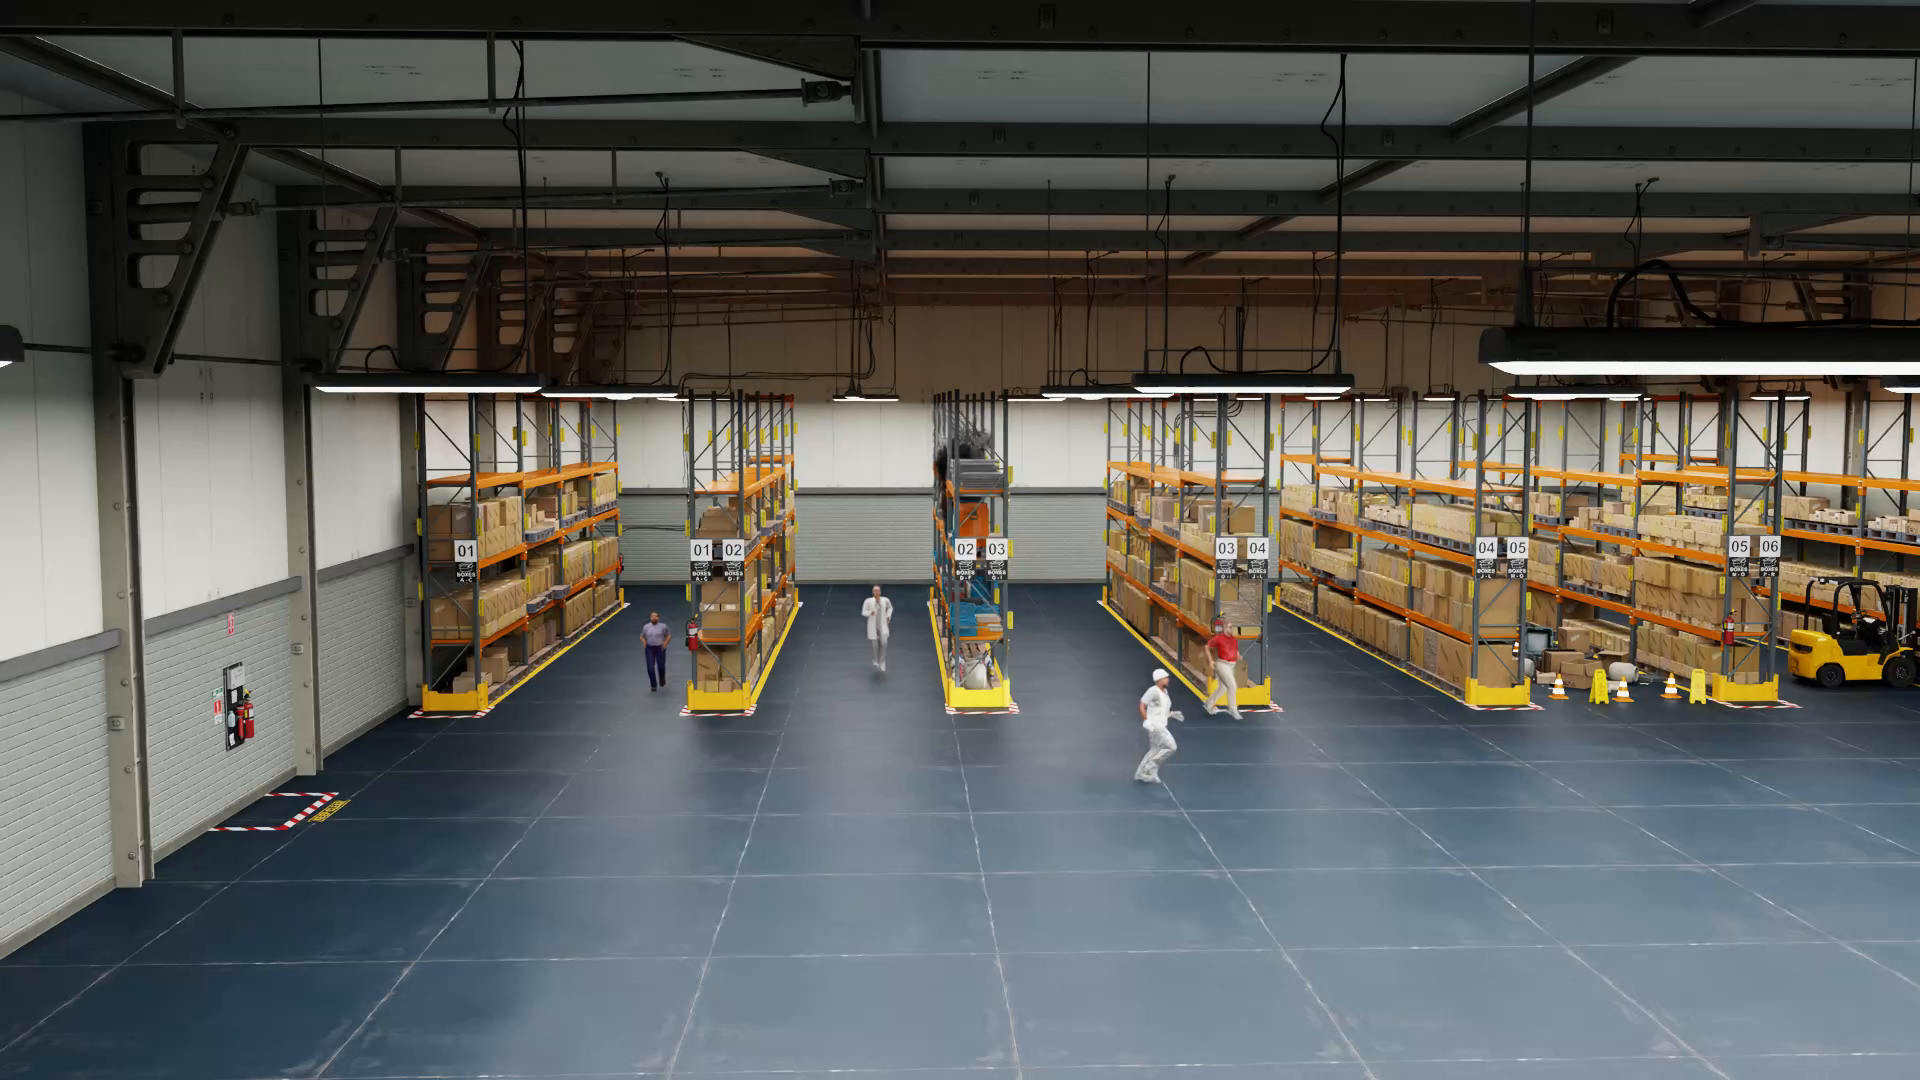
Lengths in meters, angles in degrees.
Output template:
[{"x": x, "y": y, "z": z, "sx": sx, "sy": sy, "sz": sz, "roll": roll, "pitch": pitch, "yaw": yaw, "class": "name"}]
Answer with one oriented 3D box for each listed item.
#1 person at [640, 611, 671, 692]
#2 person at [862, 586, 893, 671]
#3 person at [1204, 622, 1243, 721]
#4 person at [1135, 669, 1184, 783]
[{"x": -6.094, "y": 2.230, "z": 33.188, "sx": 0.587, "sy": 1.576, "sz": 0.571, "roll": 0, "pitch": 5, "yaw": -5, "class": "person"}, {"x": -1.745, "y": 1.930, "z": 35.454, "sx": 0.688, "sy": 1.729, "sz": 0.755, "roll": -1, "pitch": 5, "yaw": -9, "class": "person"}, {"x": 4.924, "y": 2.379, "z": 30.508, "sx": 0.853, "sy": 1.727, "sz": 0.670, "roll": 4, "pitch": 6, "yaw": 40, "class": "person"}, {"x": 3.000, "y": 2.802, "z": 25.105, "sx": 0.738, "sy": 1.722, "sz": 0.609, "roll": 1, "pitch": 5, "yaw": 18, "class": "person"}]
